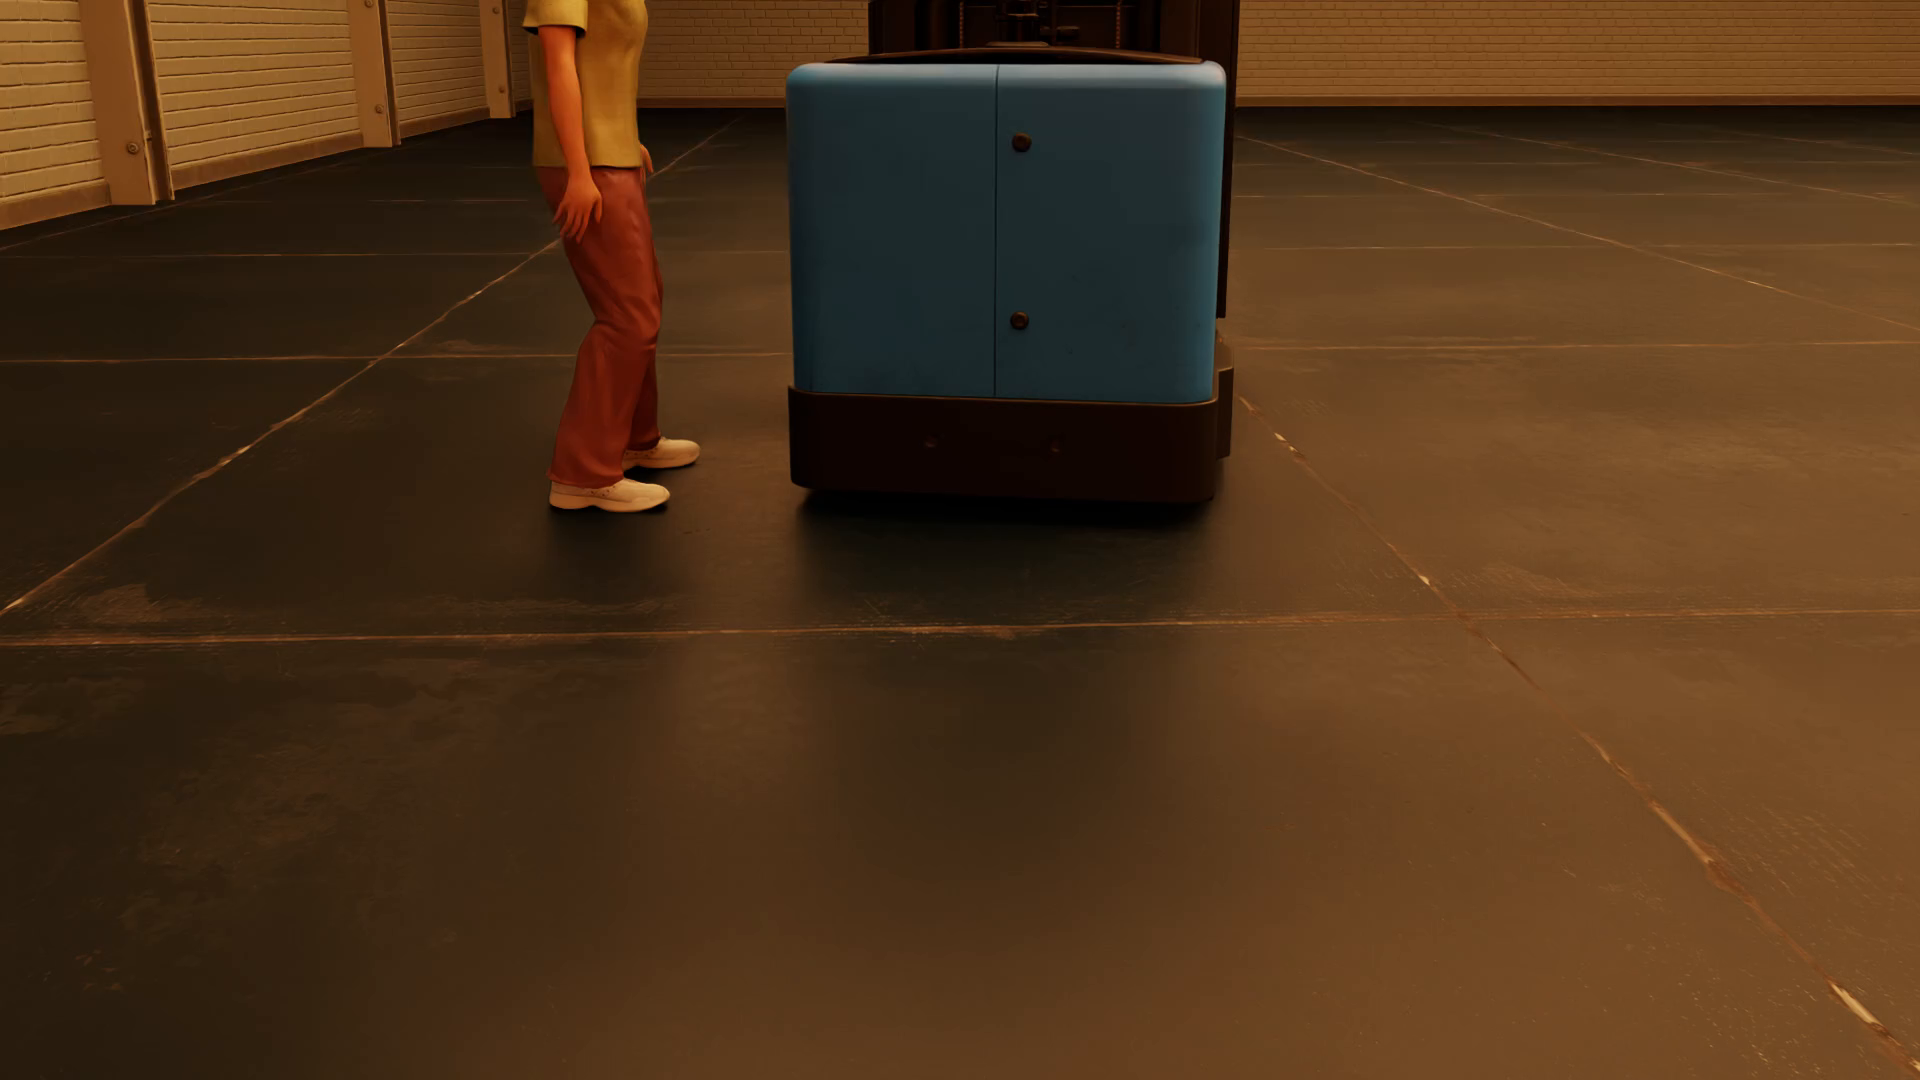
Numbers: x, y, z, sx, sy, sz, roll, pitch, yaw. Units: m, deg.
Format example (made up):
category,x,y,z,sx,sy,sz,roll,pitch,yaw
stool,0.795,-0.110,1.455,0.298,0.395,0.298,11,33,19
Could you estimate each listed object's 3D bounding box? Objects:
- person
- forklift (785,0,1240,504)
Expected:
category,x,y,z,sx,sy,sz,roll,pitch,yaw
person,-0.859,-0.904,4.058,0.387,1.650,0.704,-3,17,-9
forklift,0.310,-1.874,5.034,1.130,2.935,3.031,3,17,8
